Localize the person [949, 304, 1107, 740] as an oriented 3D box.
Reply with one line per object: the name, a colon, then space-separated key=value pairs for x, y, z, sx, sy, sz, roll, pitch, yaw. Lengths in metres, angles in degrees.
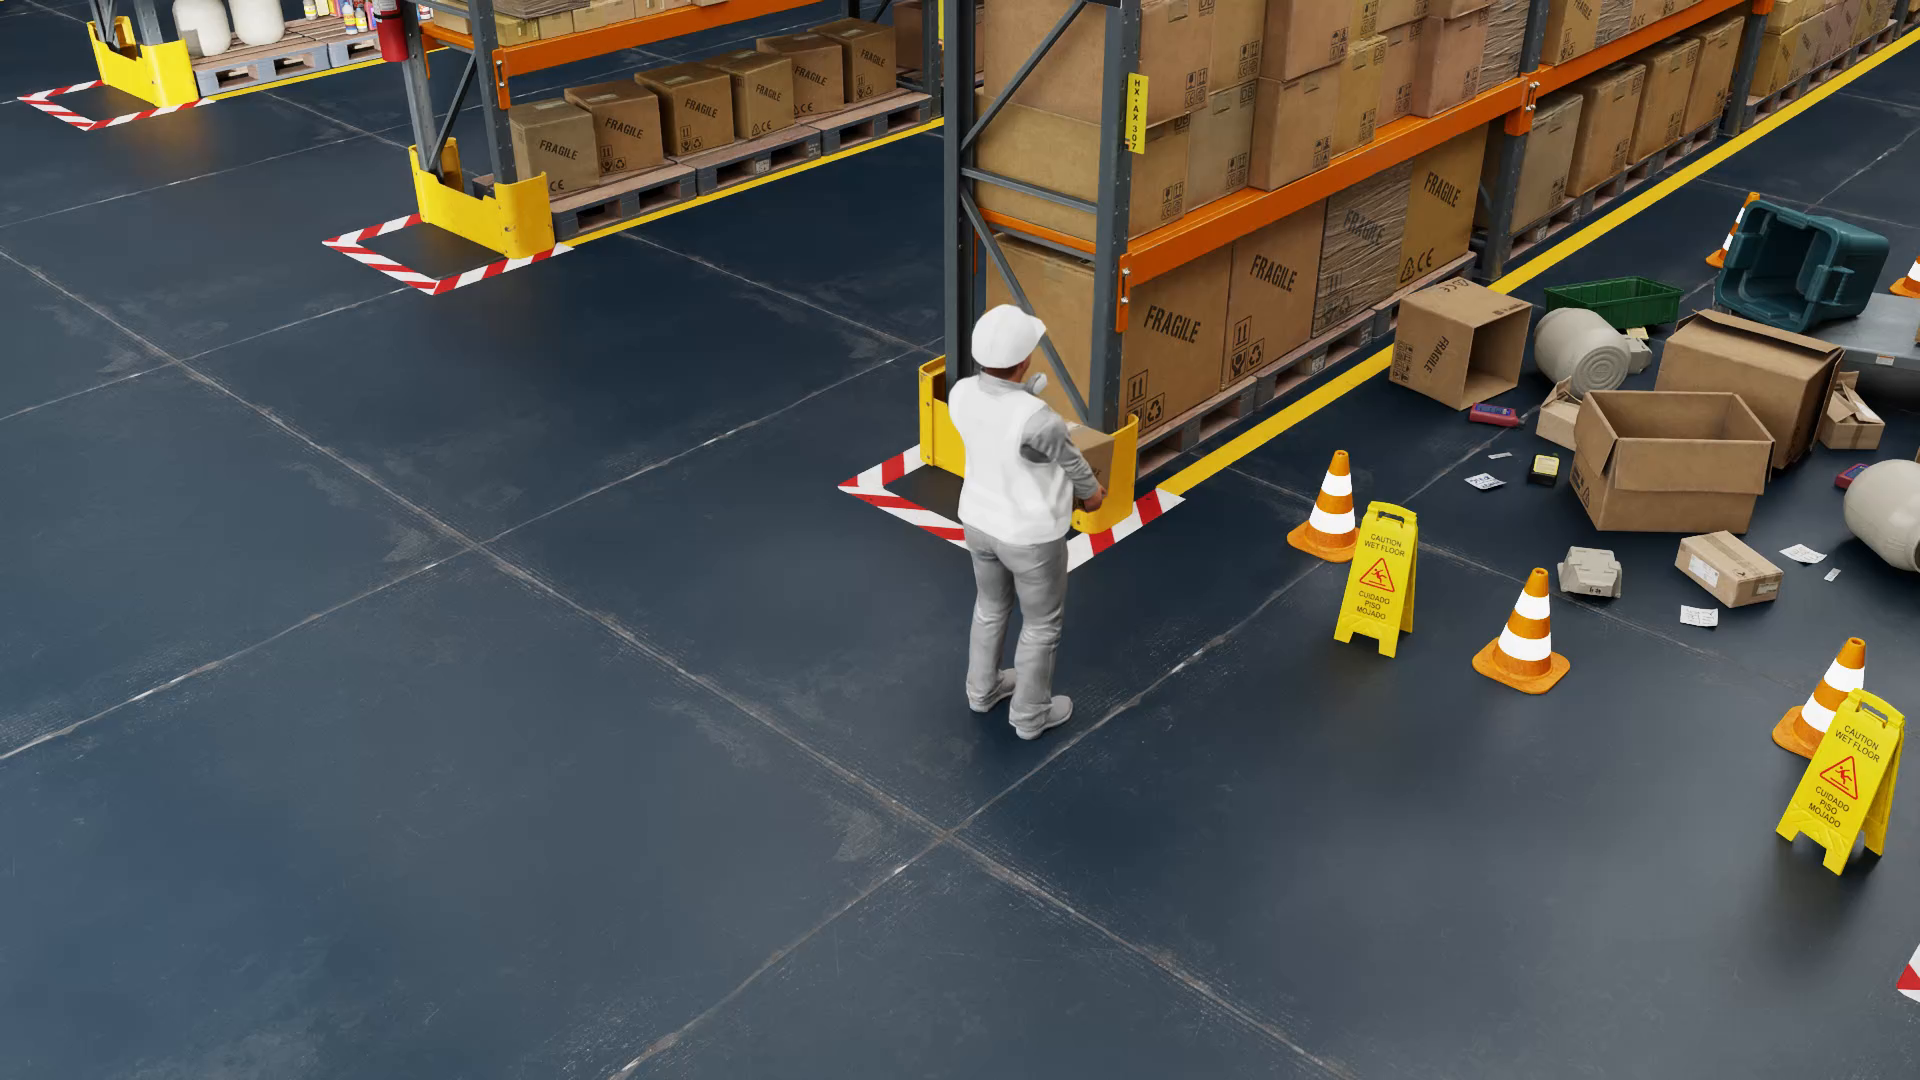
person: x=0.261 y=-0.104 z=6.289 sx=0.494 sy=1.764 sz=0.547 roll=26 pitch=40 yaw=36
